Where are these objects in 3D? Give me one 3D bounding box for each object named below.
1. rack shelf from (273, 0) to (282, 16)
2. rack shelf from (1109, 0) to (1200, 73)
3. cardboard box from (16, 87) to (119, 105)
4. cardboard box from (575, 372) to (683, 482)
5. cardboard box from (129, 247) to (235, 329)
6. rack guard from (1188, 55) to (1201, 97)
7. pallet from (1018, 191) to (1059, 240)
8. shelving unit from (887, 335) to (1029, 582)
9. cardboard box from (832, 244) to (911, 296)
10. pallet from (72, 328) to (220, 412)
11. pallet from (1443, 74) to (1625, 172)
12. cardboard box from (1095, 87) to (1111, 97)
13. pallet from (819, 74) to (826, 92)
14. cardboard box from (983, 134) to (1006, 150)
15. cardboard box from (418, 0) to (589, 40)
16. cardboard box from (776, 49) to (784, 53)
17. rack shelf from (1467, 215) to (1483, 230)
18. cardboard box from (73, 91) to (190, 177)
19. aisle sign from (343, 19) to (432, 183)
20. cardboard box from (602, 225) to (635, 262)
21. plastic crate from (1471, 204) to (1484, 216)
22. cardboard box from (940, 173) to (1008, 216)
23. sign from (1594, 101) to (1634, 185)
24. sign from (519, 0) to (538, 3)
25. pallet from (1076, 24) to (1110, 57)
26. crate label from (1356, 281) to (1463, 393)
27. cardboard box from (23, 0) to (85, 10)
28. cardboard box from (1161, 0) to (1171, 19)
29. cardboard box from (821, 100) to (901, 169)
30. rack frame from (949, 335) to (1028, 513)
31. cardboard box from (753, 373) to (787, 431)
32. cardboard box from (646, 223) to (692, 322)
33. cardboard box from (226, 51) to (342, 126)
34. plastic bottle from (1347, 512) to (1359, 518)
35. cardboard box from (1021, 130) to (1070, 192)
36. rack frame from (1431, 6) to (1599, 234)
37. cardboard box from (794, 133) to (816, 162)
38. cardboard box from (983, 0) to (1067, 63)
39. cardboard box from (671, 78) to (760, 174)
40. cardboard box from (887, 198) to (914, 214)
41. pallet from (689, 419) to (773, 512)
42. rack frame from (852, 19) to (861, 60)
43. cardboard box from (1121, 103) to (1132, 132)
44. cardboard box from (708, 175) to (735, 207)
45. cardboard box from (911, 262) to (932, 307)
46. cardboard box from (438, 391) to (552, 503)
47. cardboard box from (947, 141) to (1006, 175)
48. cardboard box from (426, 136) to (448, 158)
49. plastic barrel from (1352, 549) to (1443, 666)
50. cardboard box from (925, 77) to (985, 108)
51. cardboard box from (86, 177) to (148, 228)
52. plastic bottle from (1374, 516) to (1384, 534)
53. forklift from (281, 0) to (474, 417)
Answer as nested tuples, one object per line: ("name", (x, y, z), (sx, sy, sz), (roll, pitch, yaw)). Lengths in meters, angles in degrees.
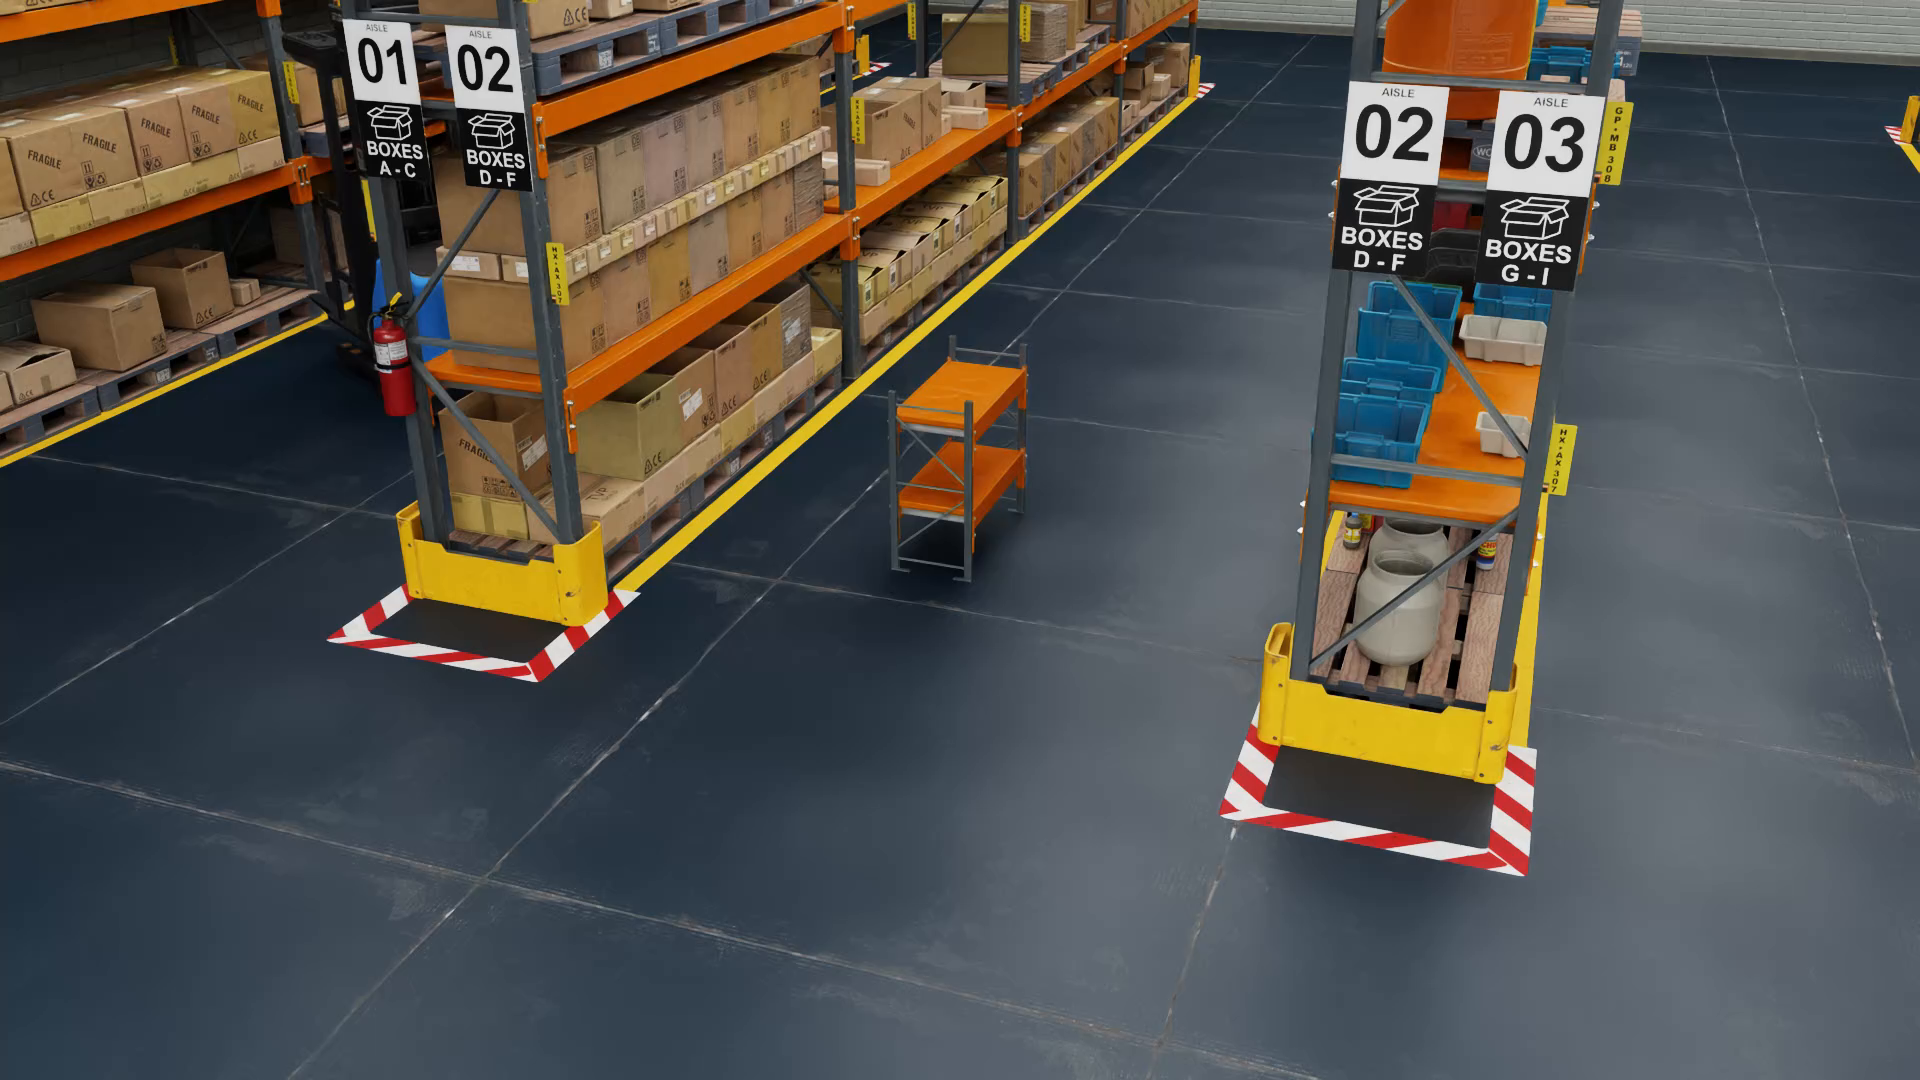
("rack shelf", (-5.265, -5.234, 15.001), (1.077, 0.370, 4.000), (9, 27, 17))
("rack shelf", (2.070, -6.454, 20.964), (1.077, 0.370, 4.000), (9, 27, 17))
("cardboard box", (-6.630, -3.086, 12.470), (0.500, 0.500, 0.500), (10, 27, 19))
("cardboard box", (-2.036, -0.708, 10.083), (0.500, 0.500, 0.500), (9, 27, 17))
("cardboard box", (-6.238, -2.026, 13.356), (0.500, 0.500, 0.500), (7, 27, 14))
("rack guard", (2.710, -6.444, 22.985), (1.175, 0.500, 0.348), (9, 27, 17))
("pallet", (0.358, -3.359, 16.945), (1.003, 0.211, 1.213), (9, 27, 17))
("shelving unit", (0.002, -0.509, 10.011), (0.538, 1.125, 1.048), (9, 27, 17))
("cardboard box", (-0.714, -2.211, 13.405), (0.500, 0.311, 0.500), (8, 27, 17))
("pallet", (-6.525, -1.346, 12.788), (1.003, 0.211, 1.213), (9, 27, 17))
("pallet", (2.449, -1.896, 7.498), (1.003, 0.211, 1.213), (9, 27, 17))
("cardboard box", (1.576, -5.528, 20.805), (0.500, 0.311, 0.500), (9, 27, 17))
("pallet", (-2.537, -6.222, 22.859), (1.003, 0.211, 1.213), (9, 27, 17))
("cardboard box", (0.178, -4.165, 16.913), (0.500, 0.250, 0.500), (10, 28, 19))
("cardboard box", (-2.393, -2.909, 8.613), (0.797, 0.503, 0.637), (11, 28, 21))
("cardboard box", (-2.752, -6.236, 22.073), (0.700, 0.500, 0.500), (8, 27, 17))
("rack shelf", (4.078, -2.447, 12.687), (1.077, 0.370, 4.000), (9, 27, 17))
("cardboard box", (-6.134, -3.014, 12.322), (0.500, 0.500, 0.500), (8, 27, 16))
("aisle sign", (-2.887, -2.211, 8.391), (0.394, 0.787, 0.004), (9, 27, 17))
("cardboard box", (-2.085, -1.703, 9.466), (0.380, 0.149, 0.250), (9, 27, 18))
("plastic crate", (3.726, -2.610, 12.442), (0.450, 0.188, 0.662), (9, 27, 17))
("cardboard box", (0.131, -3.265, 15.582), (0.500, 0.311, 0.500), (9, 27, 19))
("sign", (2.598, -1.578, 6.614), (0.100, 0.325, 0.005), (9, 27, 17))
("sign", (-2.067, -2.721, 7.892), (0.100, 0.325, 0.005), (9, 27, 17))
("pallet", (1.036, -5.557, 18.506), (1.003, 0.211, 1.213), (9, 27, 17))
("crate label", (2.439, -1.117, 9.074), (0.502, 0.435, 0.616), (9, 27, 17))
("cardboard box", (-6.375, -3.900, 11.283), (0.500, 0.500, 0.500), (10, 28, 21))
("cardboard box", (2.335, -6.797, 20.731), (0.500, 0.500, 0.500), (8, 27, 17))
("cardboard box", (-0.811, -3.243, 13.392), (0.500, 0.500, 0.500), (11, 28, 21))
("rack frame", (0.171, -0.718, 10.442), (0.500, 1.125, 0.032), (9, 27, 17))
("cardboard box", (-1.534, -0.986, 11.518), (0.500, 0.250, 0.500), (9, 27, 17))
("cardboard box", (-2.080, -1.680, 10.162), (0.700, 0.500, 0.500), (9, 27, 18))
("cardboard box", (-5.729, -3.833, 14.104), (0.700, 0.500, 0.500), (9, 27, 18))
("plastic bottle", (2.301, -0.149, 9.729), (0.061, 0.283, 0.133), (9, 27, 19))
("cardboard box", (0.835, -3.952, 17.335), (0.500, 0.500, 0.500), (8, 27, 17))
("rack frame", (3.412, -1.949, 10.833), (1.000, 3.000, 0.127), (9, 27, 17))
("cardboard box", (-1.230, -2.762, 11.653), (0.380, 0.149, 0.250), (8, 27, 16))
("cardboard box", (0.661, -5.170, 16.889), (0.700, 0.500, 0.500), (14, 29, 27))
("cardboard box", (-1.733, -2.701, 10.783), (0.700, 0.500, 0.500), (9, 27, 17))
("cardboard box", (-0.716, -2.917, 14.863), (0.500, 0.311, 0.500), (8, 27, 16))
("pallet", (-1.966, -0.590, 11.226), (1.003, 0.211, 1.213), (9, 27, 17))
("rack frame", (-1.937, -8.317, 23.985), (1.000, 3.000, 0.127), (9, 27, 17))
("cardboard box", (1.748, -5.085, 19.891), (0.500, 0.311, 0.500), (9, 27, 17))
("cardboard box", (-1.656, -2.232, 10.558), (0.380, 0.149, 0.250), (10, 27, 19))
("cardboard box", (-0.549, -2.173, 13.970), (0.500, 0.250, 0.500), (8, 27, 16))
("cardboard box", (-2.691, -0.577, 9.813), (0.500, 0.500, 0.500), (9, 27, 17))
("cardboard box", (0.163, -3.804, 17.028), (0.500, 0.500, 0.500), (10, 28, 19))
("cardboard box", (-5.205, -3.699, 15.951), (0.500, 0.250, 0.500), (9, 27, 17))
("plastic barrel", (2.228, 0.344, 8.470), (0.421, 0.512, 0.421), (0, 26, 0))
("cardboard box", (-0.089, -4.129, 15.439), (0.500, 0.311, 0.500), (11, 28, 21))
("cardboard box", (-6.295, -2.469, 12.057), (0.500, 0.250, 0.500), (9, 27, 18))
("plastic bottle", (2.489, -0.183, 9.799), (0.061, 0.283, 0.133), (9, 27, 17))
("forklift", (-4.271, -2.768, 12.603), (1.130, 2.935, 3.031), (-20, 32, -35))
